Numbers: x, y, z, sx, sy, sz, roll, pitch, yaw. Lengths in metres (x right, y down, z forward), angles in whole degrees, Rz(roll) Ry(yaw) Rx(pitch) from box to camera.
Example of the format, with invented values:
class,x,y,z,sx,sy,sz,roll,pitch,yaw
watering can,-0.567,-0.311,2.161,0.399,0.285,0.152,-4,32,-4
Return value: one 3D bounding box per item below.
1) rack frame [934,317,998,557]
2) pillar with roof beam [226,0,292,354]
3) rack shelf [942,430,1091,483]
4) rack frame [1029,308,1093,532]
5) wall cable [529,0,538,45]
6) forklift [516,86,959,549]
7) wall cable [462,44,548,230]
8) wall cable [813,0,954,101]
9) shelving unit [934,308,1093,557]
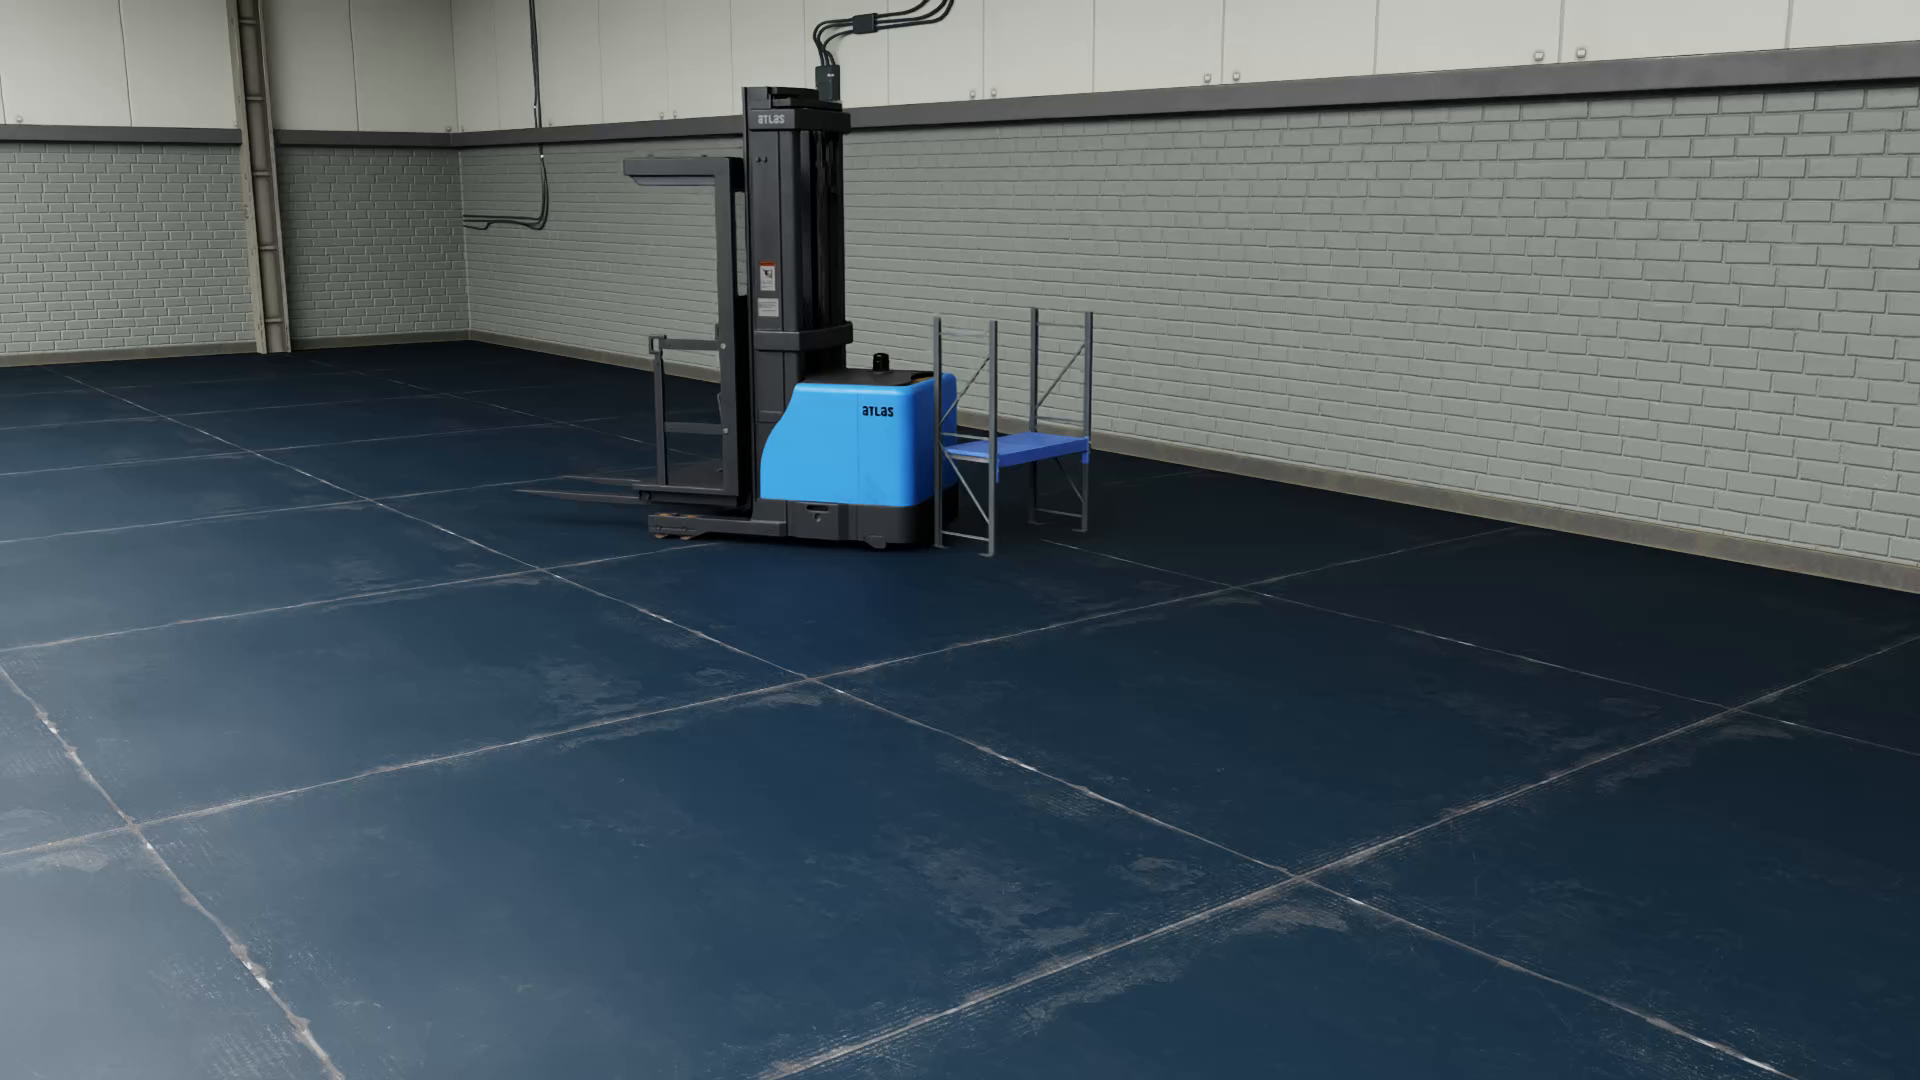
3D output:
class,x,y,z,sx,sy,sz,roll,pitch,yaw
rack frame,0.033,-0.659,10.620,0.500,1.500,0.032,10,15,39
pillar with roof beam,-7.130,-6.396,19.583,0.400,9.000,9.100,-9,15,-38
rack shelf,0.359,-0.564,11.039,0.538,0.185,1.000,10,15,39
rack frame,0.685,-0.821,11.383,0.500,1.500,0.032,10,15,39
wall cable,-5.002,-7.774,21.393,0.112,2.526,3.097,-9,15,-38
forklift,-1.585,-1.533,11.292,3.031,2.935,1.130,4,13,17
wall cable,-6.692,-5.743,23.984,0.112,2.526,3.097,-9,15,-38
wall cable,-0.774,-7.383,16.047,0.169,6.003,2.305,-9,15,-38
shelving unit,0.359,-0.740,11.002,0.538,1.500,1.048,10,15,39
